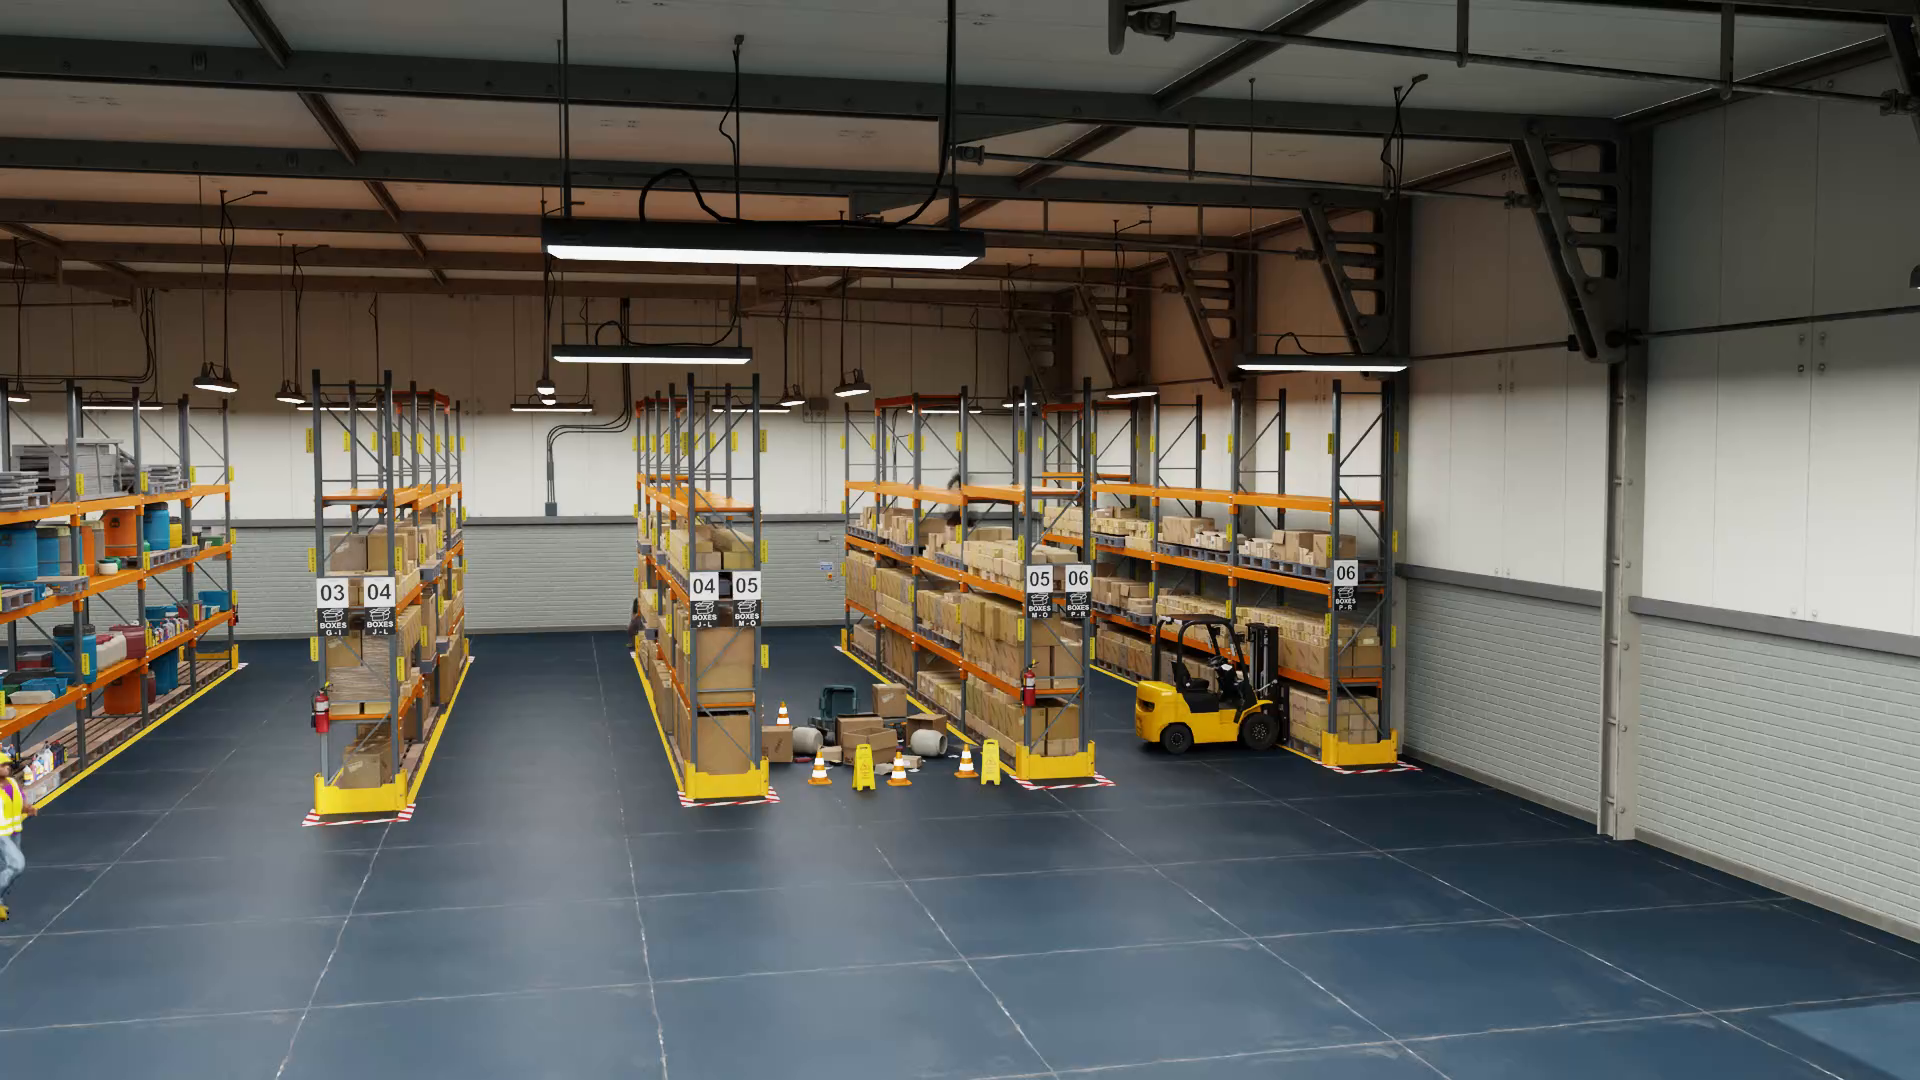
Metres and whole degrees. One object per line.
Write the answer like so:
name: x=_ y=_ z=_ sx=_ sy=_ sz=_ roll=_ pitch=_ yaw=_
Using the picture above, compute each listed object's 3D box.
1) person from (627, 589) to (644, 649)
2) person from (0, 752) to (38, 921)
person: x=-7.824 y=1.846 z=40.422 sx=0.650 sy=1.639 sz=0.719 roll=0 pitch=3 yaw=-1
person: x=-10.059 y=3.110 z=17.496 sx=0.688 sy=1.760 sz=0.681 roll=0 pitch=3 yaw=8
